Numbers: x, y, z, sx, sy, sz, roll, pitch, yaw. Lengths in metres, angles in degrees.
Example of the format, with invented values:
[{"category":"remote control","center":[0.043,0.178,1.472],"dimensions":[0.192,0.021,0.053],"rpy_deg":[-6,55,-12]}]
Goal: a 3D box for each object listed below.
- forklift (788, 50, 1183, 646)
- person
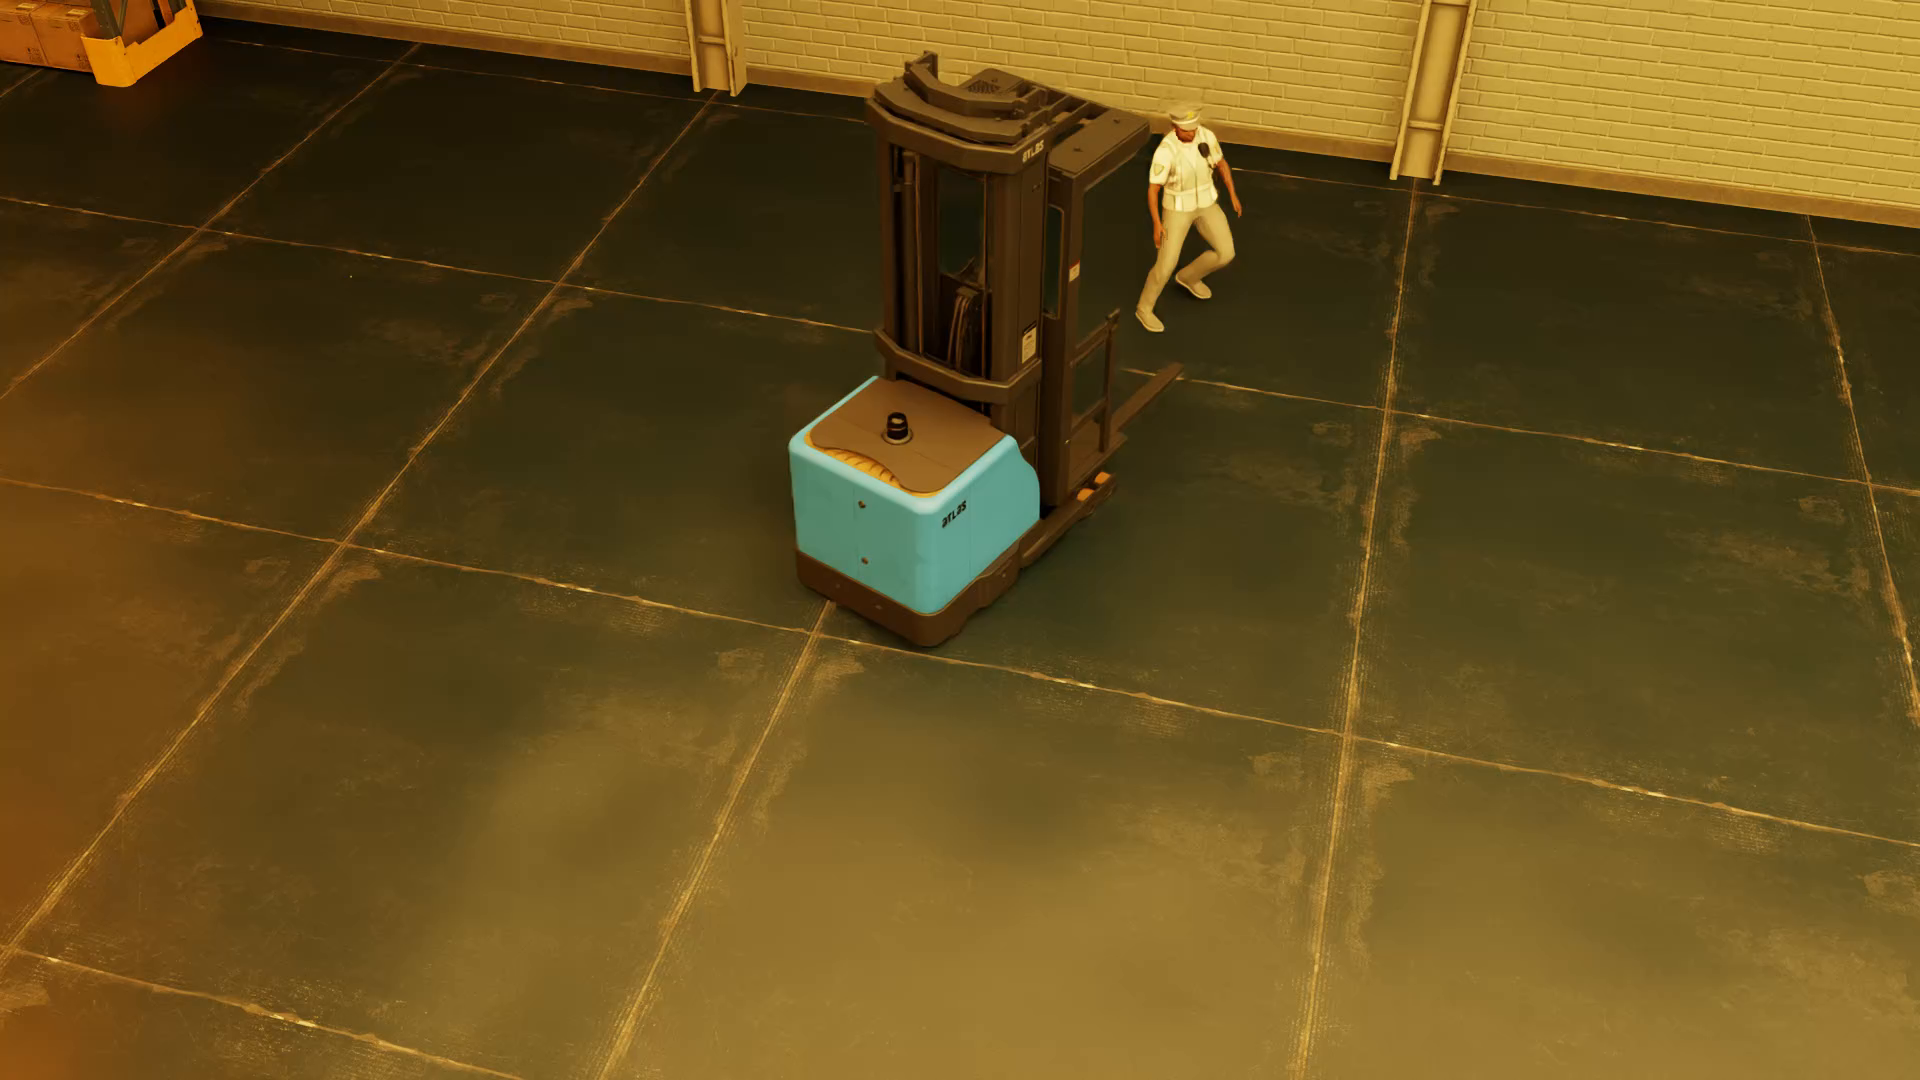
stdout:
[{"category":"forklift","center":[0.322,-1.432,9.495],"dimensions":[1.130,2.935,3.031],"rpy_deg":[26,47,27]},{"category":"person","center":[1.570,-2.266,11.495],"dimensions":[0.725,1.543,0.592],"rpy_deg":[-13,43,-15]}]
